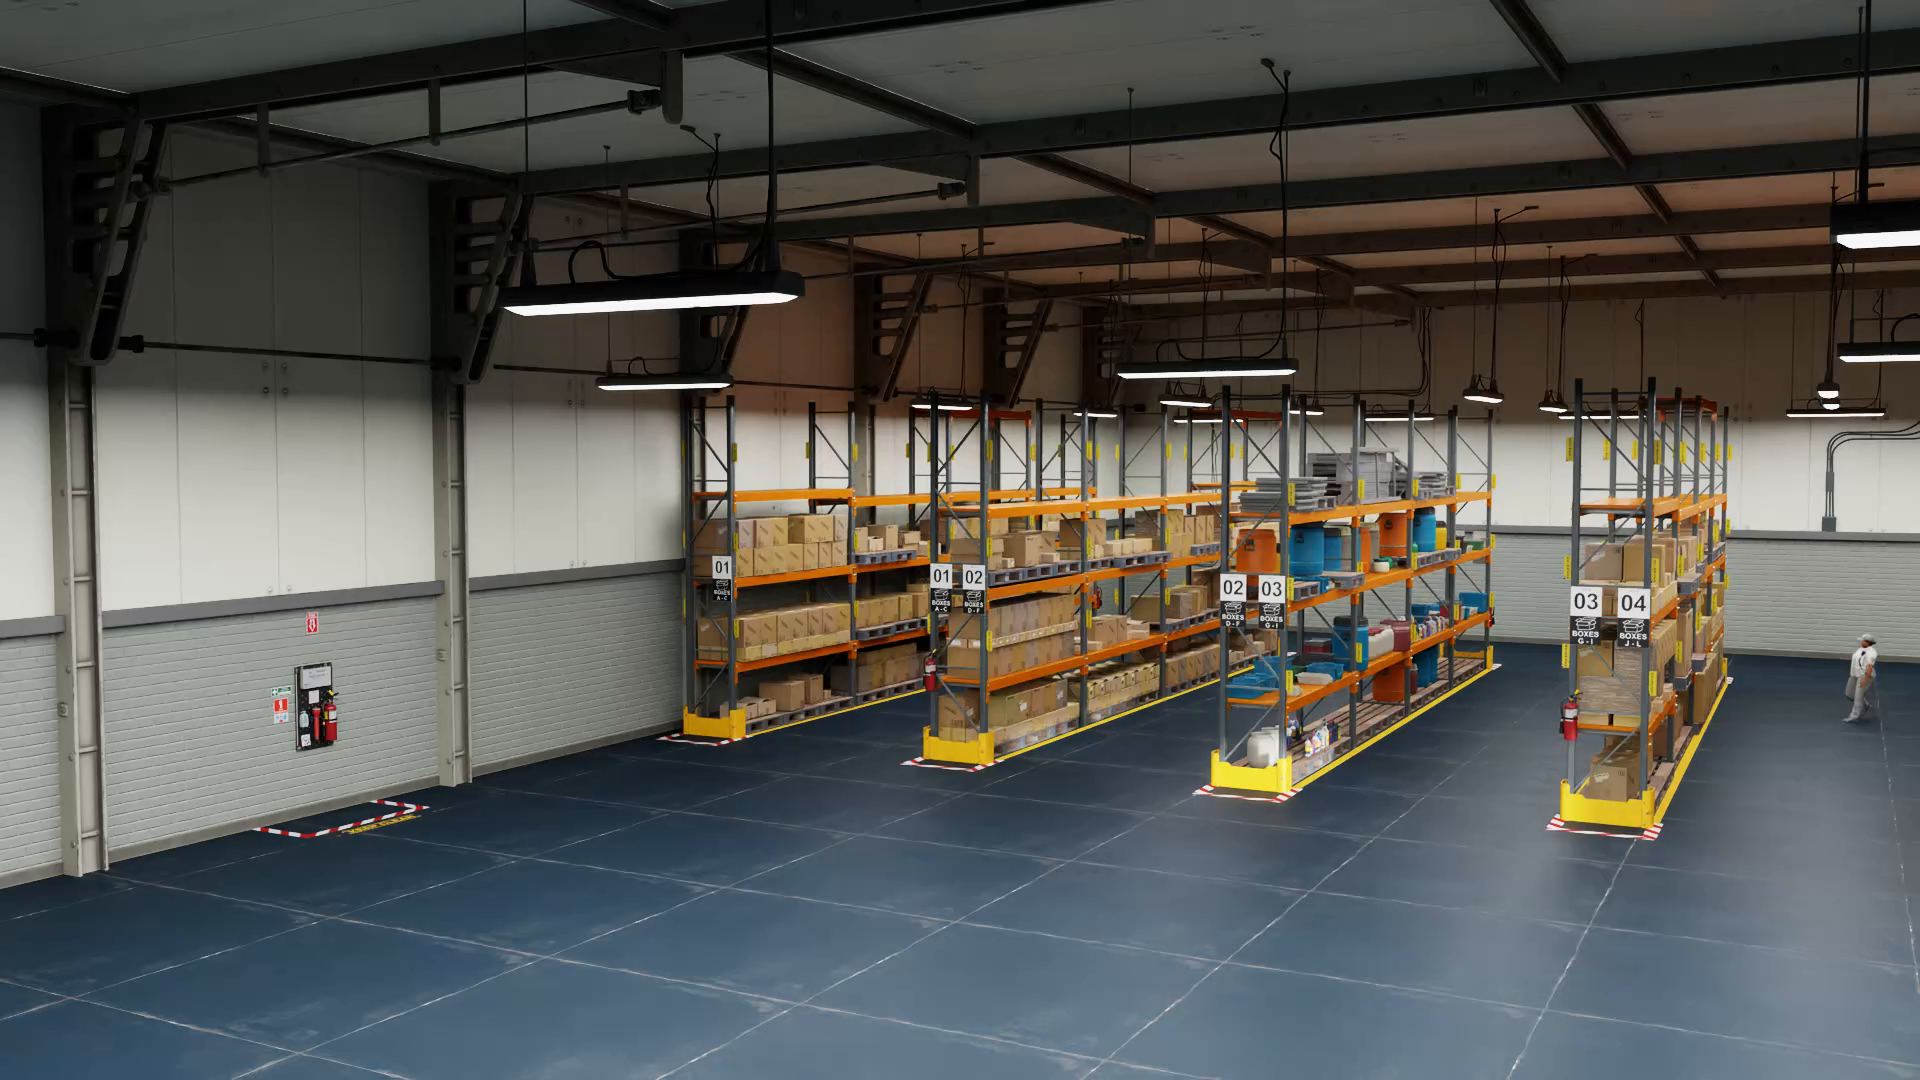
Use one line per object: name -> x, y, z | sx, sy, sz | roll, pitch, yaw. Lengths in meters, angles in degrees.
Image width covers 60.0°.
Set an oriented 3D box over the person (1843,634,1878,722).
person -> 16.743, 2.558, 30.936 | 0.720, 1.634, 0.502 | 0, 3, -9
